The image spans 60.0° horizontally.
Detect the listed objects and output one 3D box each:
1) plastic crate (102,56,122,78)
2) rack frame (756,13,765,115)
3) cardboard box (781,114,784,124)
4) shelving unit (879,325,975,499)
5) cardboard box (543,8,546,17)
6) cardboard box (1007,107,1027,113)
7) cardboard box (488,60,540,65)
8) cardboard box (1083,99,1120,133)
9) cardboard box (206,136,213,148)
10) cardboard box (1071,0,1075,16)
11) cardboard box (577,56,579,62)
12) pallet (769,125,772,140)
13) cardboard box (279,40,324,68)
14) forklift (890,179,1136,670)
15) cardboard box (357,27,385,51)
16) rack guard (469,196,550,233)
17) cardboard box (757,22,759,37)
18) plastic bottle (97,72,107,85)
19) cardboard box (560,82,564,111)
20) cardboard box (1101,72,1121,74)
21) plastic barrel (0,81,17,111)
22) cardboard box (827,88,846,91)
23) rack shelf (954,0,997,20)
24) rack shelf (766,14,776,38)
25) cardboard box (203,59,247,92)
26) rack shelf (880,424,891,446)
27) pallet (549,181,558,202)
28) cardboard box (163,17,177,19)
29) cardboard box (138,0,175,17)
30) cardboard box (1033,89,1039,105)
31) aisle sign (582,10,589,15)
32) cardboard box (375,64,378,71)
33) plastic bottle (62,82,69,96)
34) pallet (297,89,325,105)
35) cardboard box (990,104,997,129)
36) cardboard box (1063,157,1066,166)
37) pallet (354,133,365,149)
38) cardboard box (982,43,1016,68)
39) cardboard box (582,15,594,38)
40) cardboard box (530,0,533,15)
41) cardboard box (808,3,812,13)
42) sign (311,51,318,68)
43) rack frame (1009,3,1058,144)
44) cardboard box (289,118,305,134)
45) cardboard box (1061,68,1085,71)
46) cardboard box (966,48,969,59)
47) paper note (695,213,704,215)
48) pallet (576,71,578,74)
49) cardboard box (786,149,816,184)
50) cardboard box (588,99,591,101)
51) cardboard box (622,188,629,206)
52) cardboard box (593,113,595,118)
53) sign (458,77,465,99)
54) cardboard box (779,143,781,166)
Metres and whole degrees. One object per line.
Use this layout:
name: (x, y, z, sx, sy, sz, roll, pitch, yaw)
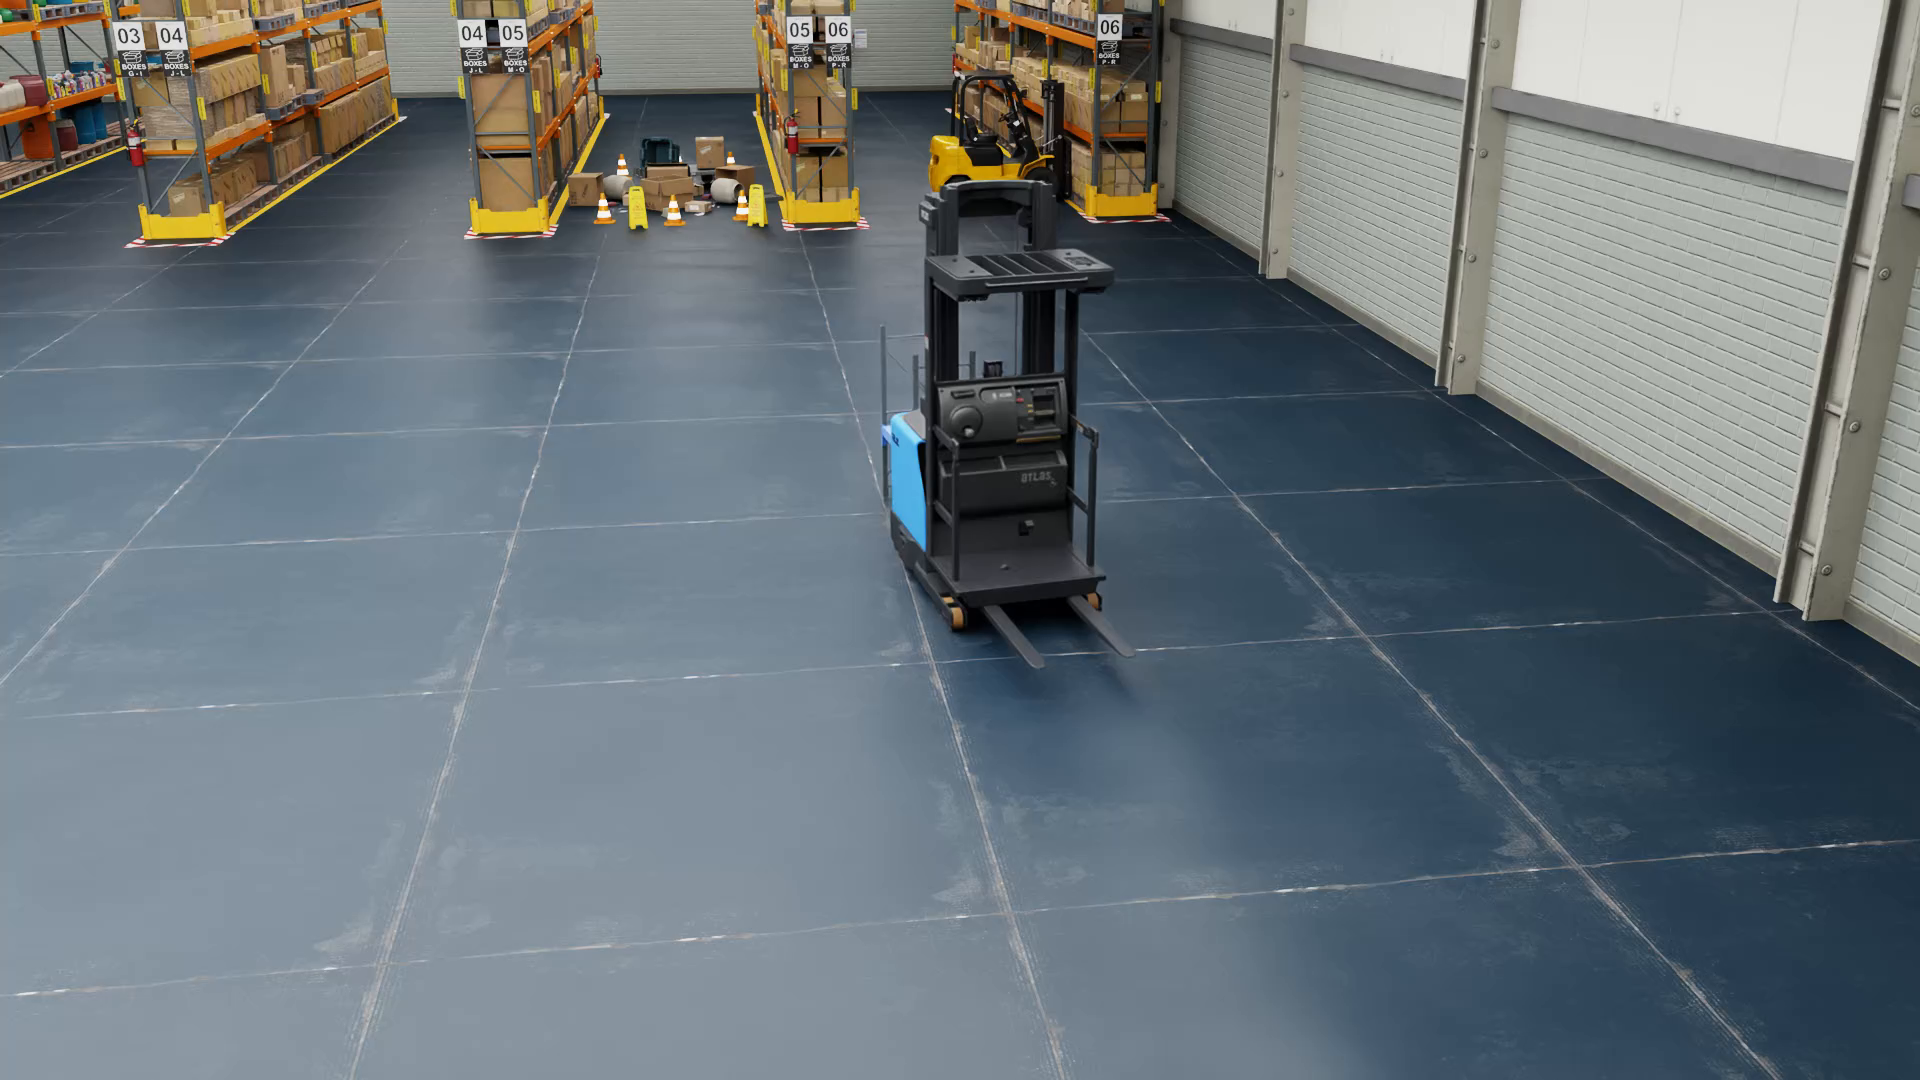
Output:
plastic crate: (-18.544, -10.390, 36.570, 0.402, 0.464, 0.583, -3, 21, -8)
rack frame: (-4.533, -12.145, 41.445, 1.000, 3.000, 0.127, -3, 21, -8)
cardboard box: (-2.900, -7.304, 28.843, 0.380, 0.149, 0.250, -3, 21, -7)
shelving unit: (-0.273, -0.911, 13.511, 0.538, 1.500, 1.048, -6, 21, -16)
cardboard box: (-7.242, -8.950, 28.220, 0.380, 0.149, 0.250, -3, 21, -7)
cardboard box: (1.210, -9.114, 35.377, 0.380, 0.149, 0.250, -4, 21, -10)
cardboard box: (-7.531, -7.773, 27.984, 0.875, 0.550, 0.550, -3, 21, -8)
cardboard box: (2.354, -7.061, 27.690, 0.500, 0.500, 0.500, -3, 21, -9)
cardboard box: (-11.855, -6.186, 25.850, 0.380, 0.149, 0.250, -3, 21, -8)
cardboard box: (2.285, -9.259, 28.541, 0.797, 0.503, 0.637, -2, 21, -6)
cardboard box: (-8.587, -10.566, 36.551, 0.380, 0.149, 0.250, -2, 21, -6)
pallet: (-3.770, -9.190, 37.520, 1.003, 0.211, 1.213, -3, 21, -8)
cardboard box: (-13.366, -9.871, 33.782, 0.797, 0.503, 0.637, -2, 21, -6)
forklift: (0.365, -0.898, 11.432, 1.130, 2.935, 3.031, -6, 21, -16)
cardboard box: (-14.009, -11.910, 39.534, 0.500, 0.500, 0.500, -3, 21, -7)
rack guard: (-7.106, -5.141, 26.266, 1.175, 0.500, 0.348, -3, 21, -8)
cardboard box: (-4.582, -12.123, 39.815, 0.500, 0.500, 0.500, -3, 21, -8)
plastic bottle: (-18.287, -9.832, 35.430, 0.152, 0.276, 0.135, -3, 21, -8)
cardboard box: (-7.570, -8.122, 30.533, 0.500, 0.500, 0.500, -3, 21, -7)
cardboard box: (2.612, -8.102, 29.126, 0.380, 0.149, 0.250, -2, 21, -6)
plastic barrel: (-17.667, -8.186, 30.687, 0.421, 0.512, 0.421, 0, 20, 0)
cardboard box: (-2.172, -7.325, 27.972, 0.500, 0.500, 0.500, -3, 21, -9)
rack shelf: (0.667, -12.772, 39.866, 1.077, 0.370, 4.000, -3, 21, -8)
rack shelf: (-3.091, -9.750, 31.776, 1.077, 0.370, 4.000, -3, 21, -8)
cardboard box: (-12.128, -7.656, 27.431, 0.500, 0.500, 0.500, -3, 21, -8)
rack shelf: (-0.273, -0.742, 13.574, 0.538, 0.185, 1.000, -6, 21, -16)
pallet: (-7.654, -6.132, 29.331, 1.003, 0.211, 1.213, -3, 21, -8)
cardboard box: (-12.423, -8.070, 25.893, 0.380, 0.149, 0.250, -3, 21, -7)
cardboard box: (-12.506, -8.455, 25.996, 0.500, 0.500, 0.500, -3, 21, -8)
cardboard box: (1.699, -8.506, 31.918, 0.500, 0.250, 0.500, -3, 21, -8)
aisle sign: (-9.130, -13.118, 40.336, 0.394, 0.787, 0.004, -3, 21, -8)
cardboard box: (-13.775, -10.977, 38.678, 0.380, 0.149, 0.250, -3, 21, -8)
plastic bottle: (-17.904, -9.025, 33.260, 0.061, 0.283, 0.133, -3, 21, -8)
pallet: (-12.978, -8.544, 32.078, 1.213, 0.211, 1.003, -3, 21, -8)
cardboard box: (0.957, -9.501, 37.341, 0.500, 0.500, 0.500, -4, 21, -9)
cardboard box: (2.080, -6.677, 29.422, 0.500, 0.250, 0.500, -3, 21, -8)
pallet: (-13.577, -8.690, 36.182, 1.003, 0.211, 1.213, -3, 21, -8)
cardboard box: (0.878, -10.897, 37.361, 0.700, 0.500, 0.500, -3, 21, -7)
cardboard box: (-9.104, -12.369, 40.048, 0.500, 0.500, 0.500, -3, 21, -9)
cardboard box: (-7.000, -8.394, 26.162, 0.500, 0.250, 0.500, -3, 21, -8)
cardboard box: (-2.607, -8.637, 26.987, 0.380, 0.149, 0.250, -3, 21, -7)
sign: (-12.650, -9.411, 32.584, 0.100, 0.325, 0.005, -3, 21, -8)
rack frame: (1.532, -9.626, 34.703, 1.000, 3.000, 0.127, -3, 21, -8)
cardboard box: (-13.060, -8.031, 32.303, 0.500, 0.250, 0.500, -2, 21, -6)
cardboard box: (2.034, -8.432, 30.011, 0.380, 0.149, 0.250, -3, 21, -9)
cardboard box: (0.422, -11.769, 40.228, 0.500, 0.250, 0.500, -3, 21, -9)
paper note: (-4.332, -5.441, 27.740, 0.148, 0.019, 0.142, -11, 23, -26)
pallet: (-8.873, -10.113, 36.281, 1.003, 0.211, 1.213, -3, 21, -8)
cardboard box: (-2.678, -6.310, 28.080, 0.500, 0.500, 0.500, -2, 21, -6)
cardboard box: (-8.884, -10.287, 39.096, 0.380, 0.149, 0.250, -3, 21, -7)
cardboard box: (-5.616, -5.922, 28.693, 0.396, 0.266, 0.258, 1, 20, 2)
cardboard box: (-8.877, -10.104, 39.456, 0.380, 0.149, 0.250, -3, 21, -7)
sign: (-7.649, -6.951, 25.547, 0.100, 0.325, 0.005, -3, 21, -8)
cardboard box: (-2.988, -7.386, 31.859, 0.950, 0.372, 0.625, -2, 21, -4)
